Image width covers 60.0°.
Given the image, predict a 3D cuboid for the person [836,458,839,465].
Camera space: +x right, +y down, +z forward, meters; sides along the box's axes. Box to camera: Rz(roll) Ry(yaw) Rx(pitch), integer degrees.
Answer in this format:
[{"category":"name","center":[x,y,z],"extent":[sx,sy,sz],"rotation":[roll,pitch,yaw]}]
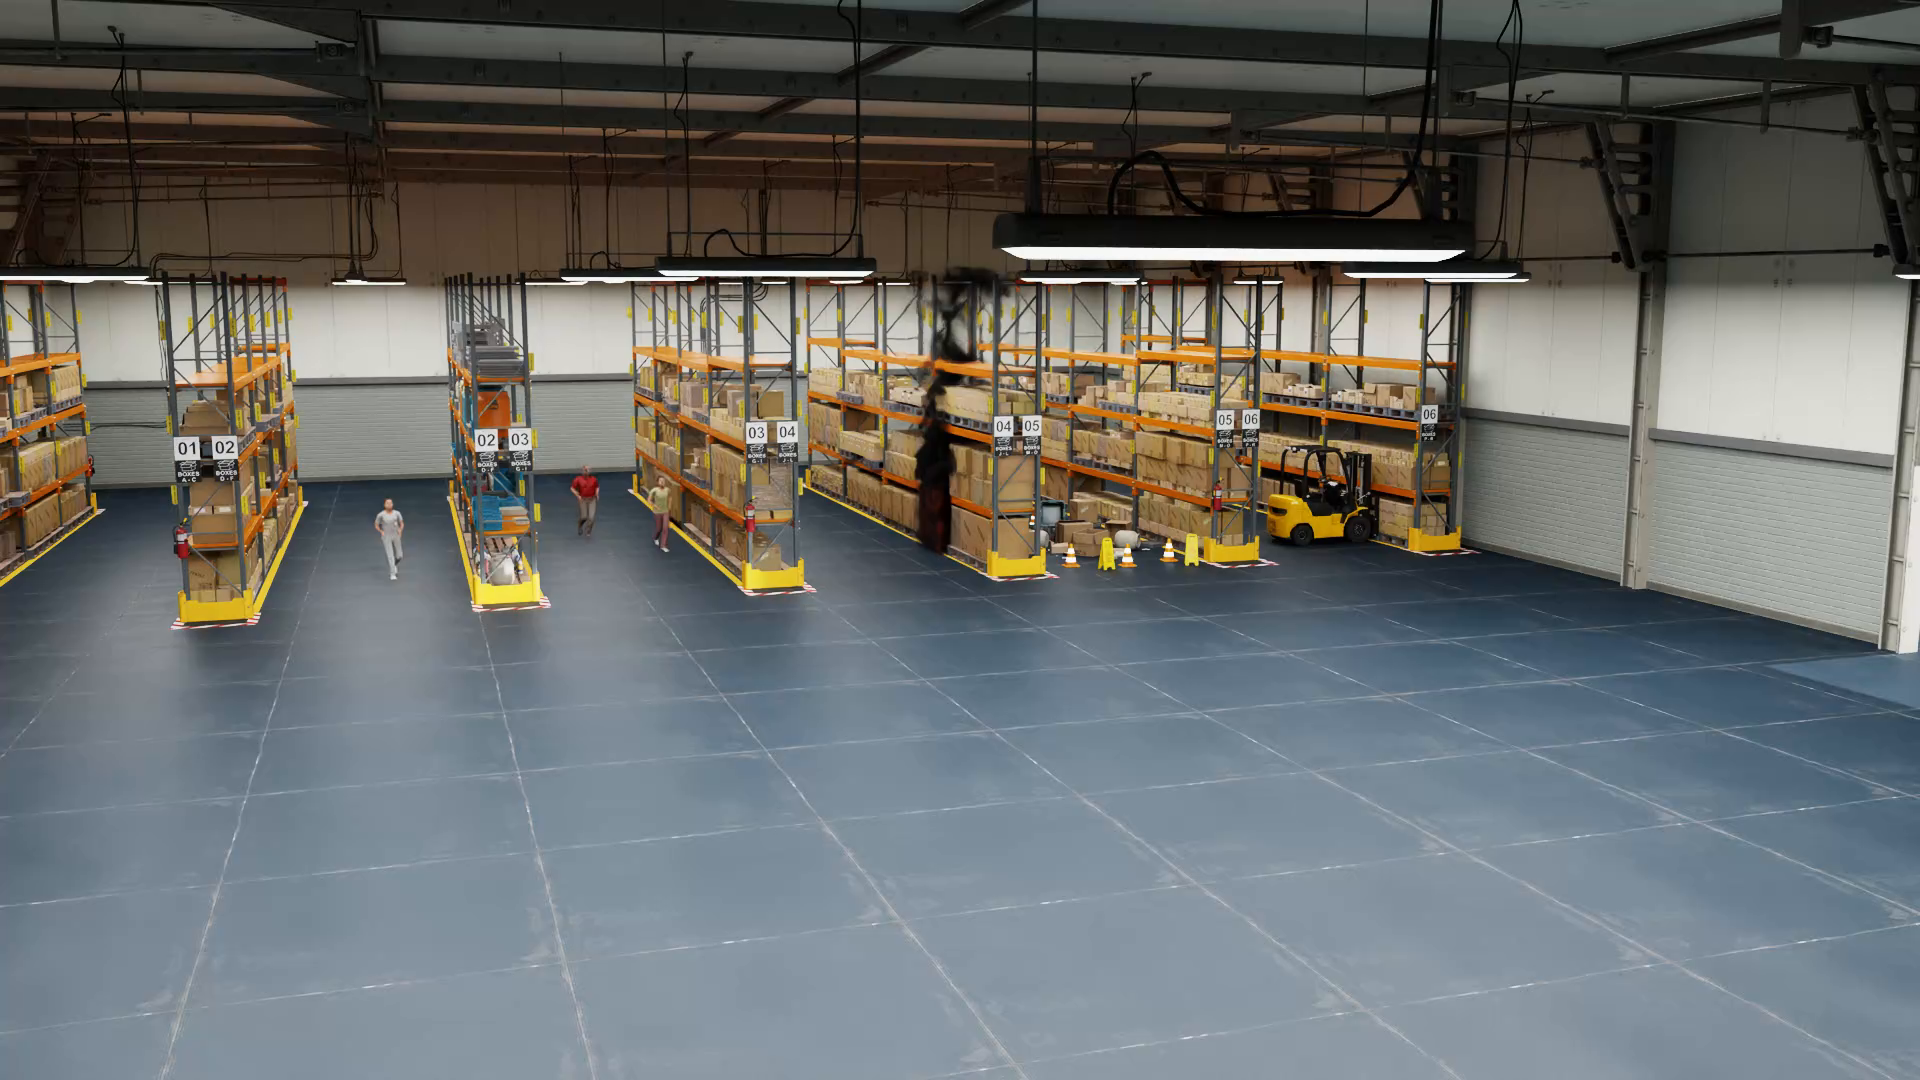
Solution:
[{"category":"person","center":[-3.529,-2.557,49.926],"extent":[0.621,1.595,0.670],"rotation":[3,9,19]}]

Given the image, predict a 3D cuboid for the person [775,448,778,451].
[{"category":"person","center":[-4.778,-2.009,45.559],"extent":[0.665,1.801,0.811],"rotation":[-2,9,-11]}]

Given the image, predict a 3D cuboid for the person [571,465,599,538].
[{"category":"person","center":[-8.602,-0.880,38.324],"extent":[0.644,1.677,0.595],"rotation":[-5,10,-29]}]

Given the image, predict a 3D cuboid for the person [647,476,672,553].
[{"category":"person","center":[-6.578,-0.591,36.570],"extent":[0.583,1.658,0.822],"rotation":[-4,9,-24]}]

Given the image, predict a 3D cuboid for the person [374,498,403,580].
[{"category":"person","center":[-11.283,-0.034,32.923],"extent":[0.561,1.619,0.591],"rotation":[-5,10,-29]}]
